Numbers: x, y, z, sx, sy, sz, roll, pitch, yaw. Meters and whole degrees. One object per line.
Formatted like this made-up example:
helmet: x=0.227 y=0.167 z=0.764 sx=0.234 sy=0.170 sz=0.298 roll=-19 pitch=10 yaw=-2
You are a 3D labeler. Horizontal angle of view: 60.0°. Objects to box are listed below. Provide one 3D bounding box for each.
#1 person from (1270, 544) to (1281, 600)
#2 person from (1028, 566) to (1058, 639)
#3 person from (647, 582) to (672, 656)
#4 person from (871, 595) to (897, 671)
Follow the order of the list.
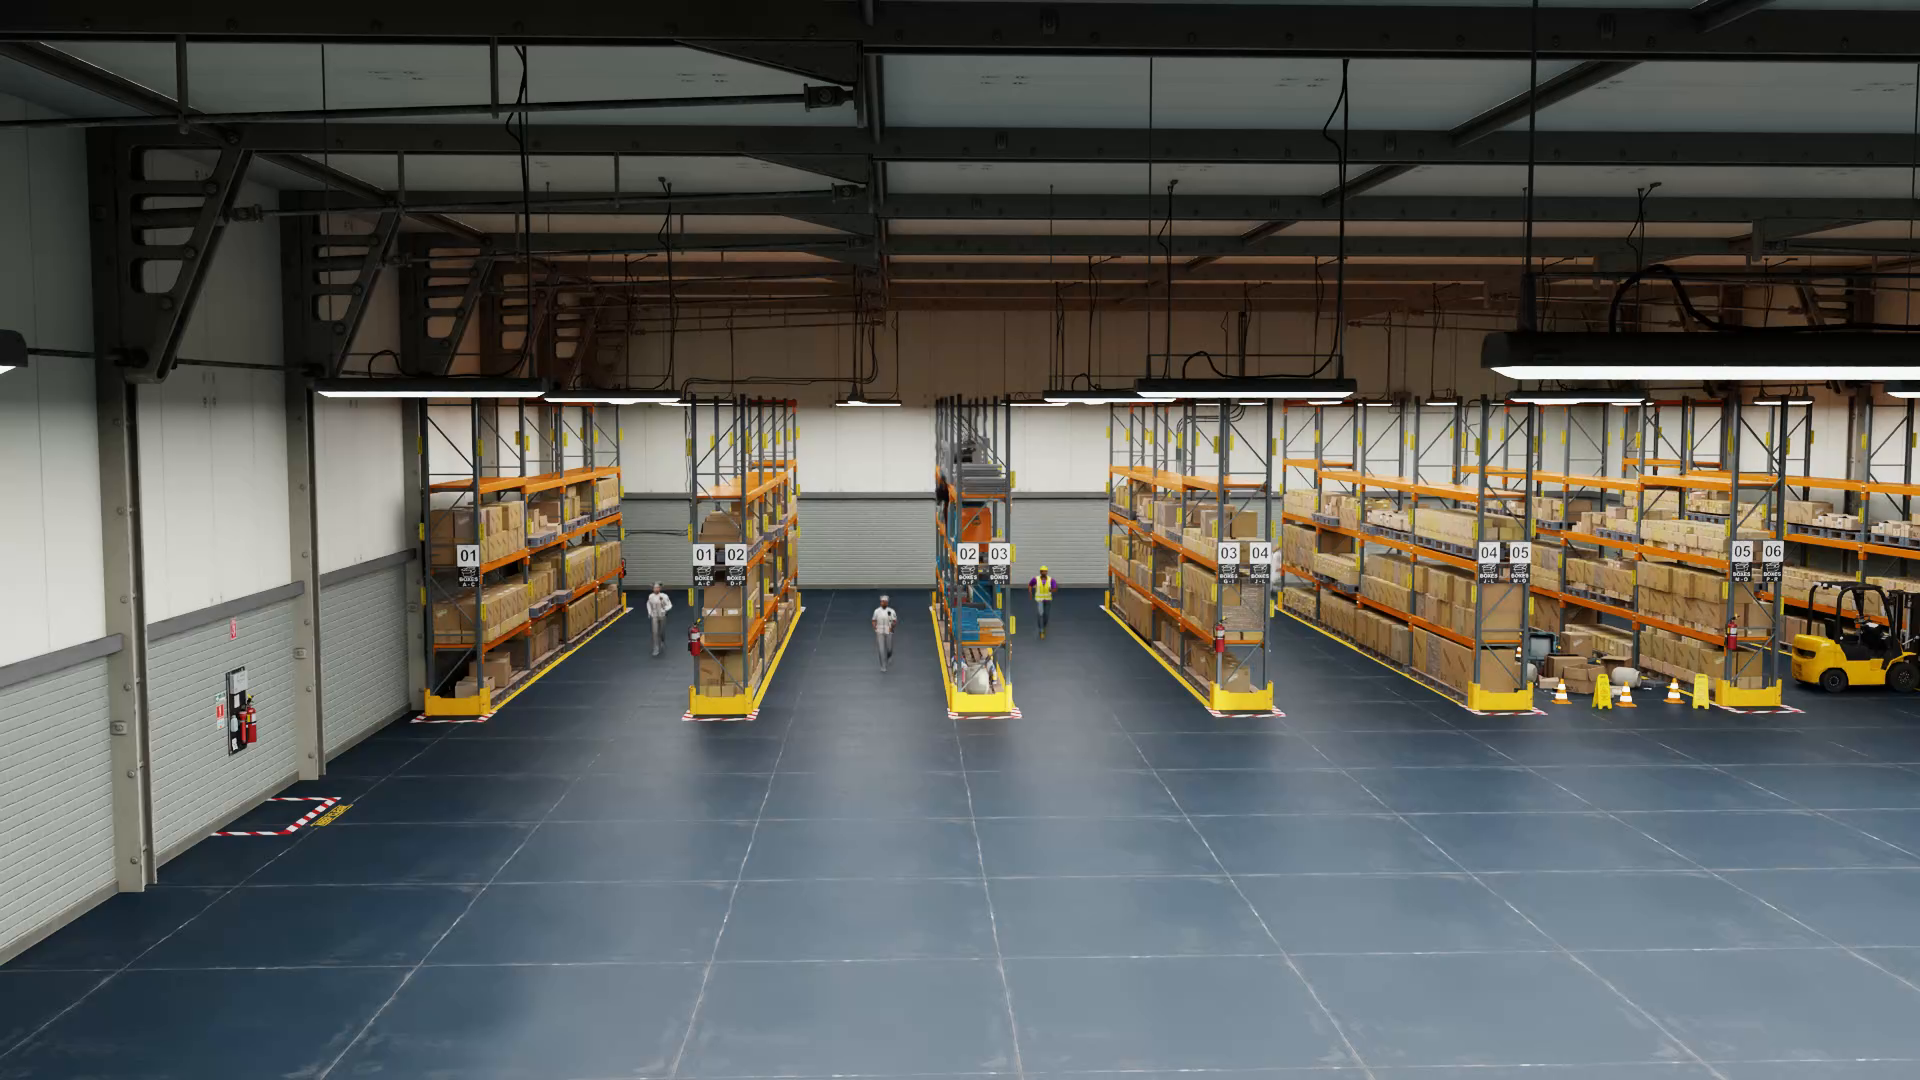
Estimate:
person: x=9.188 y=0.995 z=49.024 sx=1.044 sy=1.726 sz=0.727 roll=-2 pitch=5 yaw=-21
person: x=2.095 y=1.532 z=41.676 sx=0.692 sy=1.781 sz=0.922 roll=-1 pitch=5 yaw=-8
person: x=-7.017 y=1.801 z=38.799 sx=0.610 sy=1.694 sz=0.860 roll=0 pitch=4 yaw=0
person: x=-1.663 y=2.026 z=36.438 sx=0.576 sy=1.652 sz=0.592 roll=0 pitch=4 yaw=0
